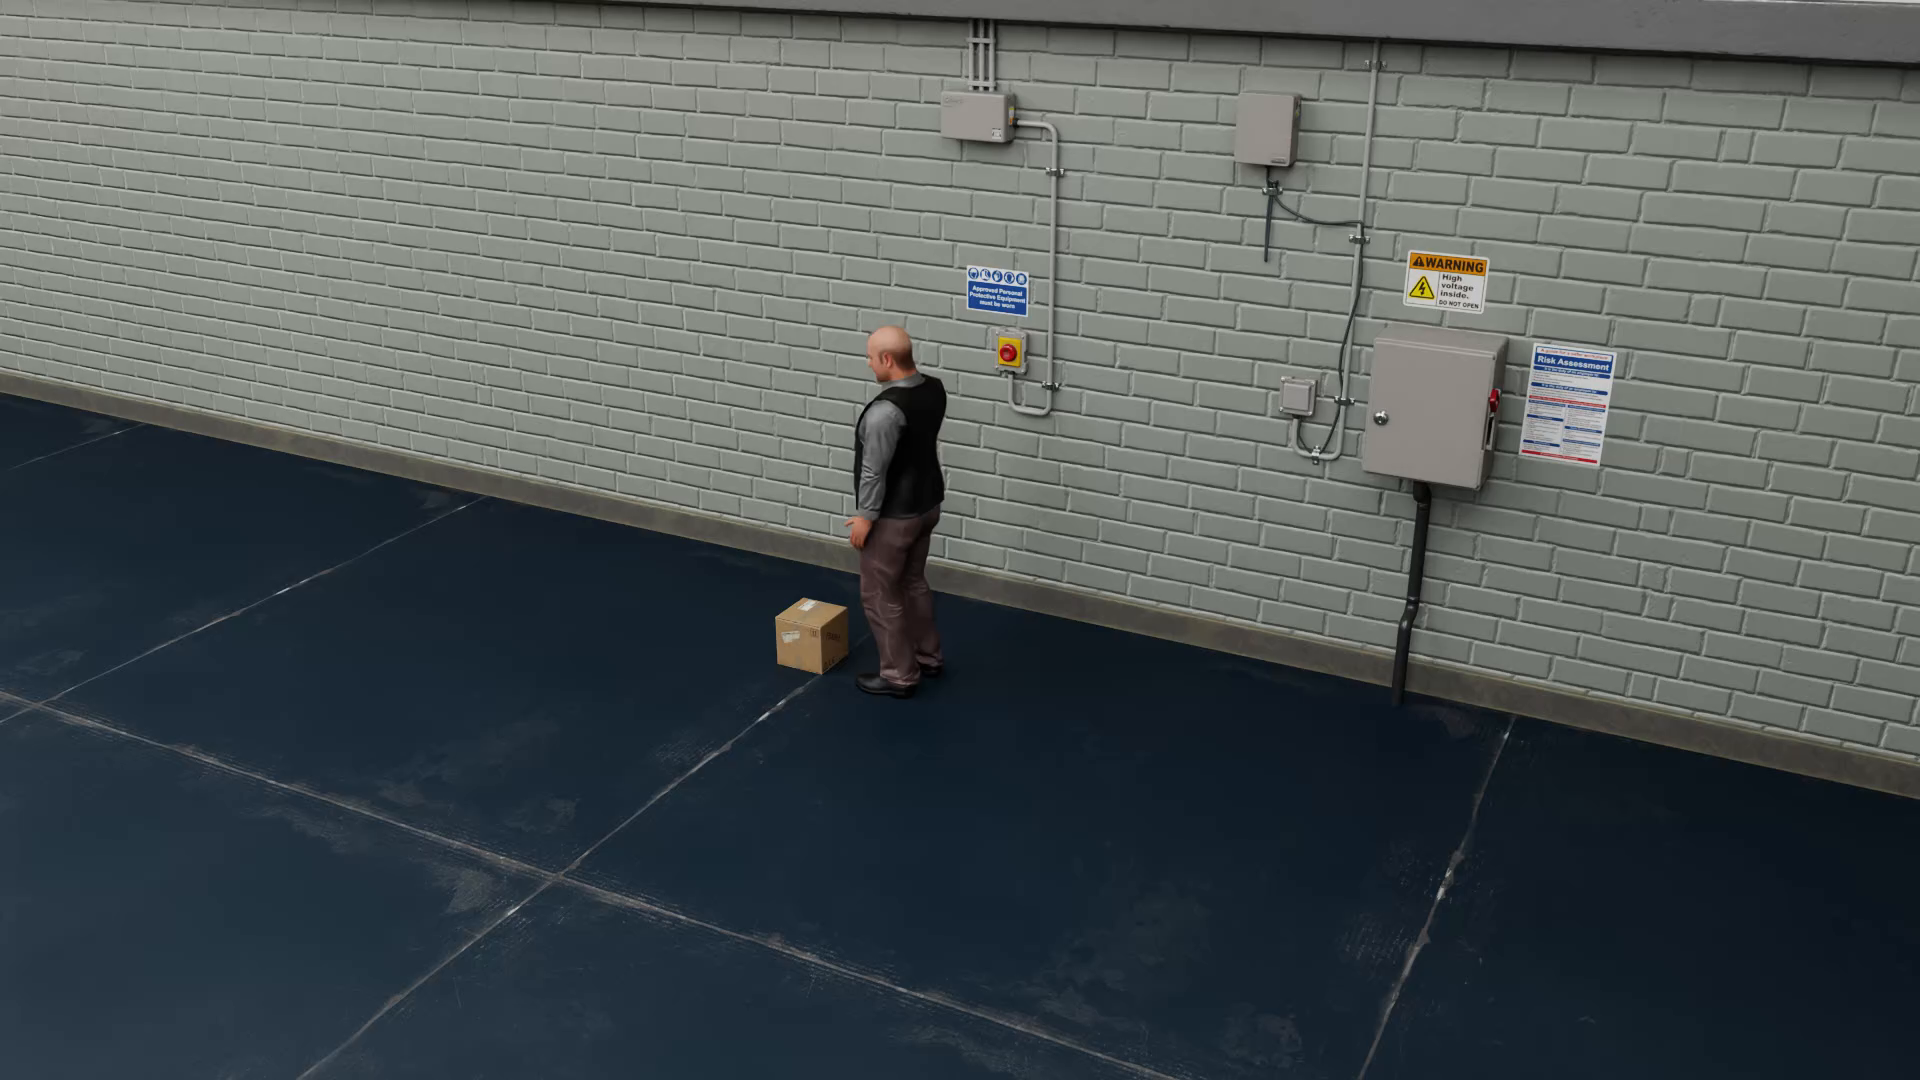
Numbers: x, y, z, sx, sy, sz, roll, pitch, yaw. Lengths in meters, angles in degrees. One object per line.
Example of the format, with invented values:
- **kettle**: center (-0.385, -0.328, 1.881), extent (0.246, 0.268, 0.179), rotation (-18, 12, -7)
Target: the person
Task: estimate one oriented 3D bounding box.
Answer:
- **person**: center (-0.281, -0.119, 7.435), extent (0.353, 1.714, 0.535), rotation (12, 25, 26)
